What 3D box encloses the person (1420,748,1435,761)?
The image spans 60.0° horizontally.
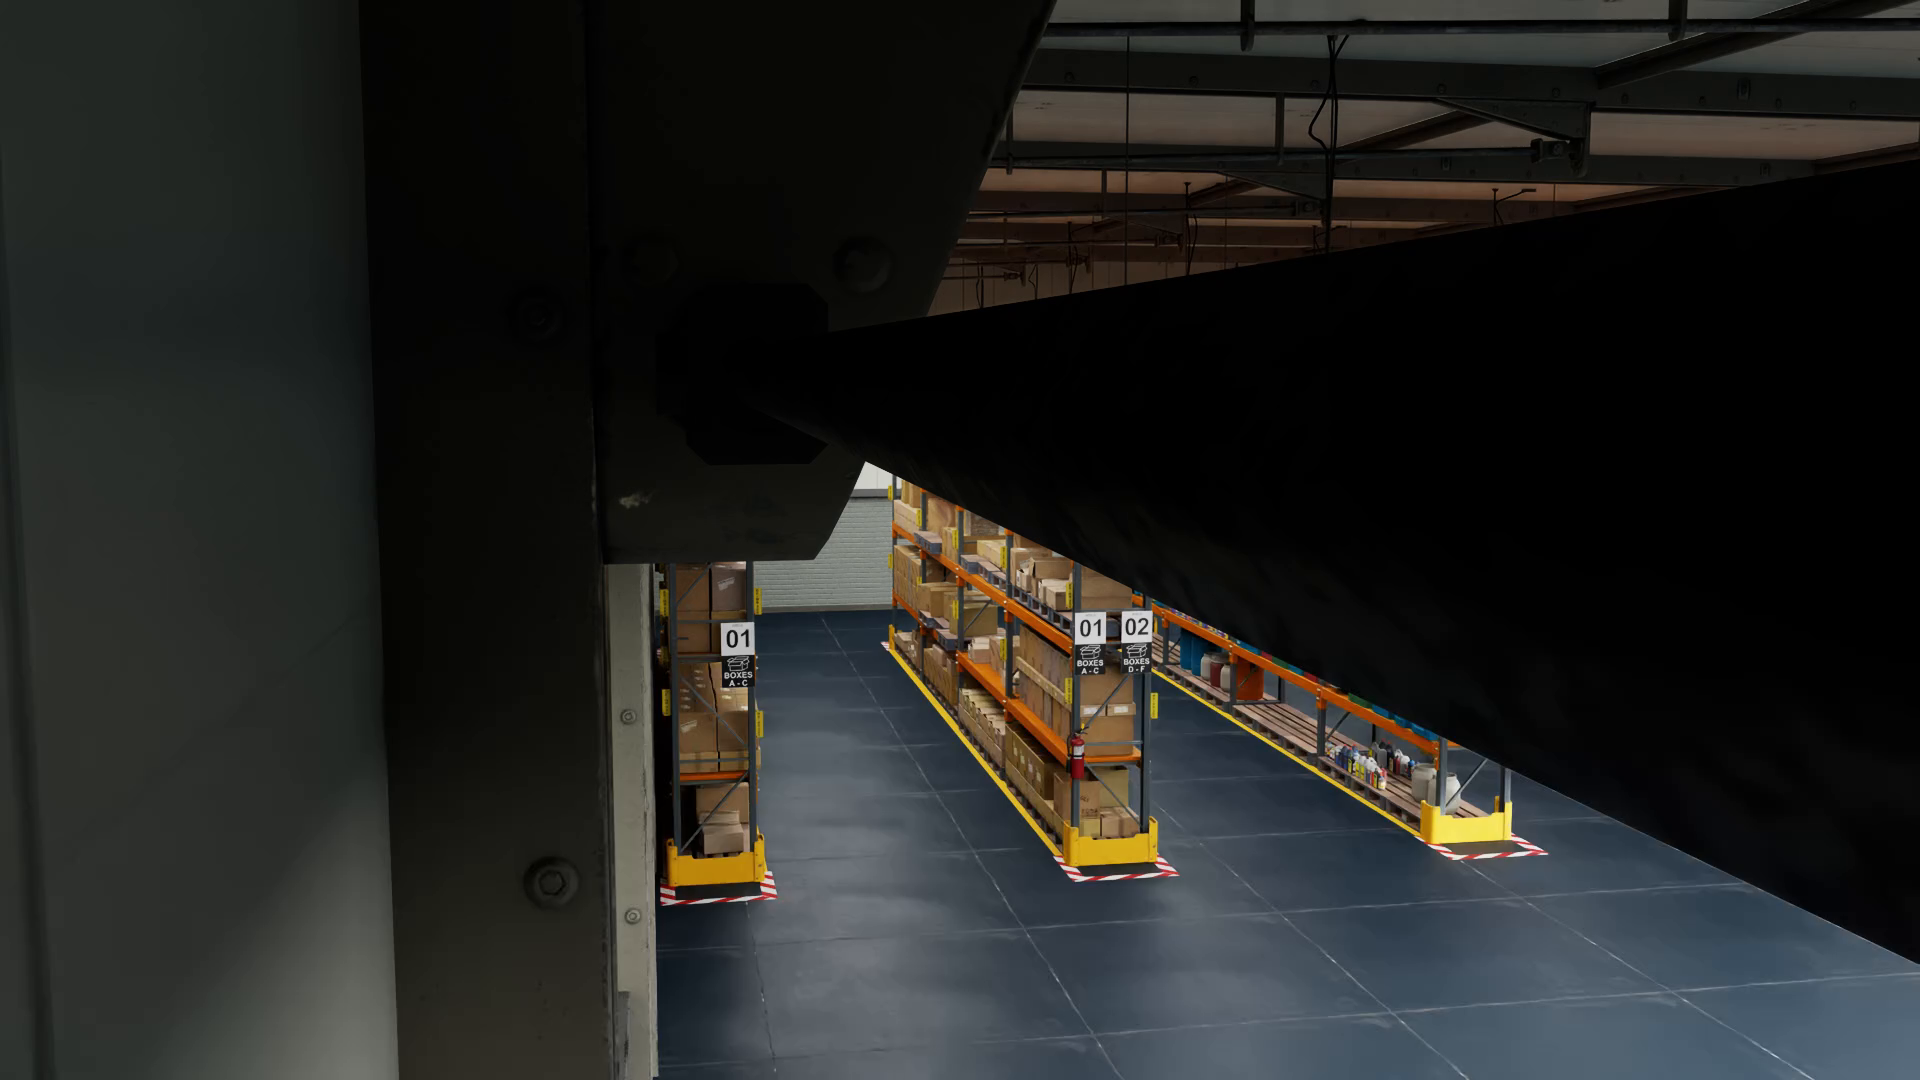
[{"bbox_3d":[7.497,2.638,26.311,0.606,1.817,0.717,-3,7,-25],"label":"person"}]
